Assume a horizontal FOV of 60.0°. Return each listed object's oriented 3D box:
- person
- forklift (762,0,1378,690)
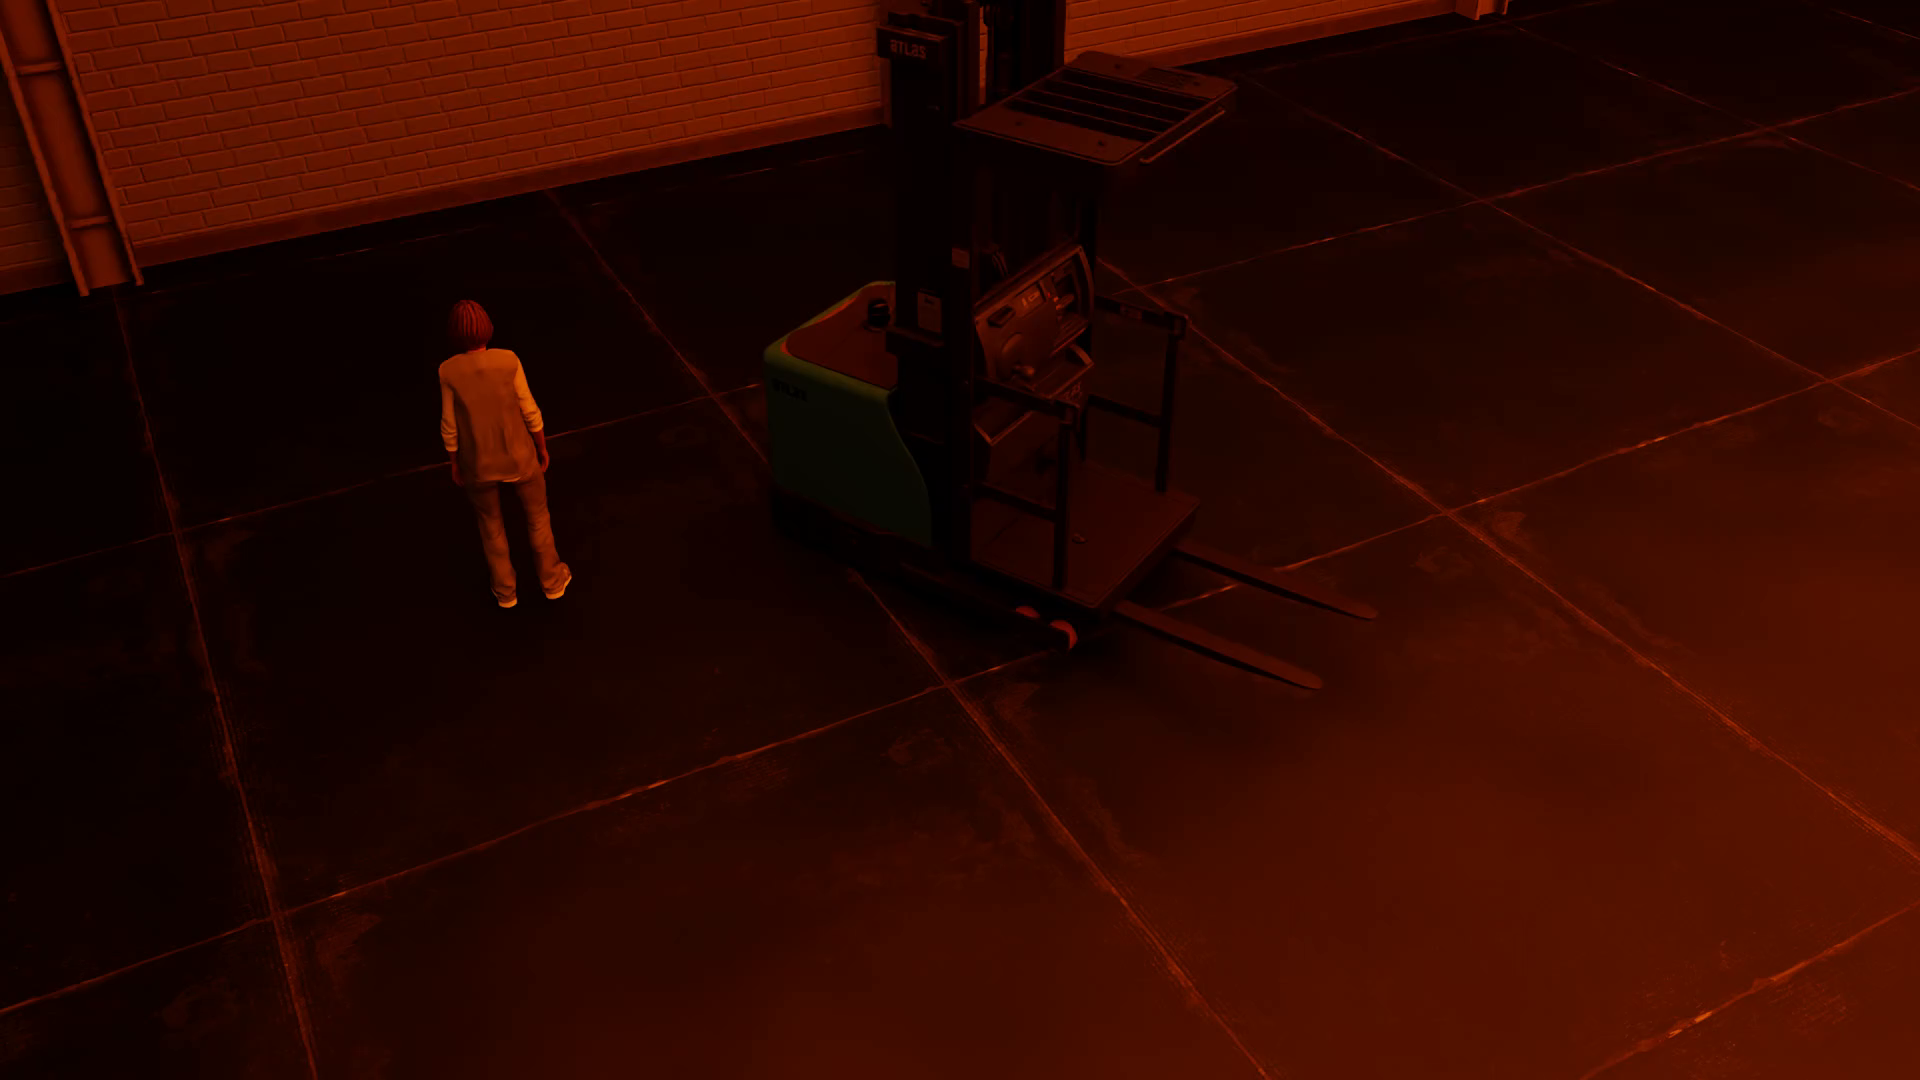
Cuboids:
[{"bbox_3d":[-2.162,-0.374,7.814,0.470,1.590,0.349,-9,36,-13],"label":"person"},{"bbox_3d":[0.519,-1.004,7.543,3.031,2.935,1.130,21,41,27],"label":"forklift"}]
